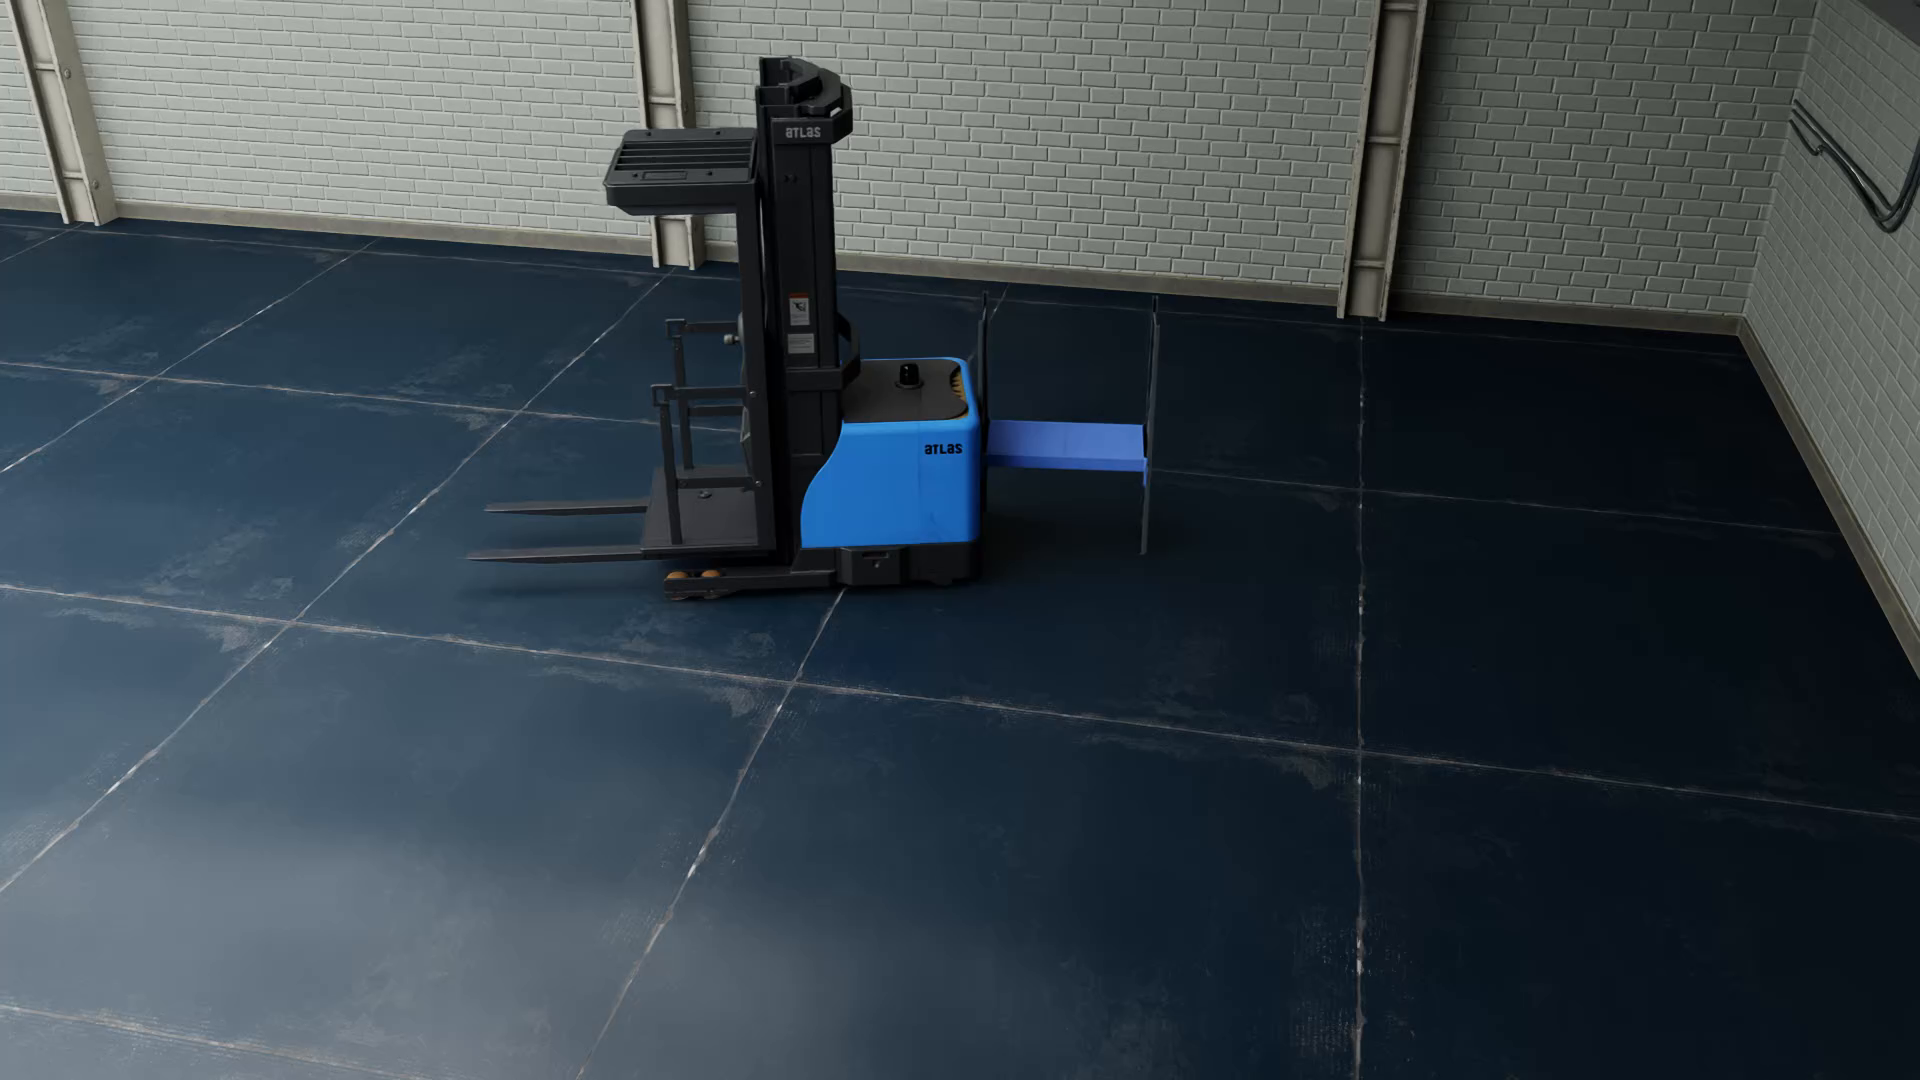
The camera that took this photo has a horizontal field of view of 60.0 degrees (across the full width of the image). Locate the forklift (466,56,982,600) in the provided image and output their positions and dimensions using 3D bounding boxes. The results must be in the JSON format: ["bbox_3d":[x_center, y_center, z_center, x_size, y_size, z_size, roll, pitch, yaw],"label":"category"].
[{"bbox_3d":[-1.411,-1.196,9.544,3.031,2.935,1.130,-2,29,-4],"label":"forklift"}]

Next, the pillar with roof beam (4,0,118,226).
[{"bbox_3d":[-9.285,-5.022,10.214,0.400,9.000,9.100,6,29,11],"label":"pillar with roof beam"}]

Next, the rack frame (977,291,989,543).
[{"bbox_3d":[0.138,-0.724,10.173,0.032,1.500,0.500,2,29,4],"label":"rack frame"}]

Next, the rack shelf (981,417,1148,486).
[{"bbox_3d":[0.645,-0.547,10.224,1.000,0.185,0.538,2,29,4],"label":"rack shelf"}]

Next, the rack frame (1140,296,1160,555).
[{"bbox_3d":[1.152,-0.686,10.103,0.032,1.500,0.500,2,29,4],"label":"rack frame"}]

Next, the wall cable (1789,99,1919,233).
[{"bbox_3d":[5.954,-3.562,10.781,0.112,2.526,3.097,6,29,11],"label":"wall cable"}]

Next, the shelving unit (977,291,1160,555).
[{"bbox_3d":[0.645,-0.705,10.138,1.048,1.500,0.538,2,29,4],"label":"shelving unit"}]

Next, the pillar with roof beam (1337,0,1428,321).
[{"bbox_3d":[2.450,-3.819,8.016,0.400,9.000,9.100,6,29,11],"label":"pillar with roof beam"}]

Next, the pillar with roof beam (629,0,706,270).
[{"bbox_3d":[-3.418,-4.420,9.115,0.400,9.000,9.100,6,29,11],"label":"pillar with roof beam"}]
